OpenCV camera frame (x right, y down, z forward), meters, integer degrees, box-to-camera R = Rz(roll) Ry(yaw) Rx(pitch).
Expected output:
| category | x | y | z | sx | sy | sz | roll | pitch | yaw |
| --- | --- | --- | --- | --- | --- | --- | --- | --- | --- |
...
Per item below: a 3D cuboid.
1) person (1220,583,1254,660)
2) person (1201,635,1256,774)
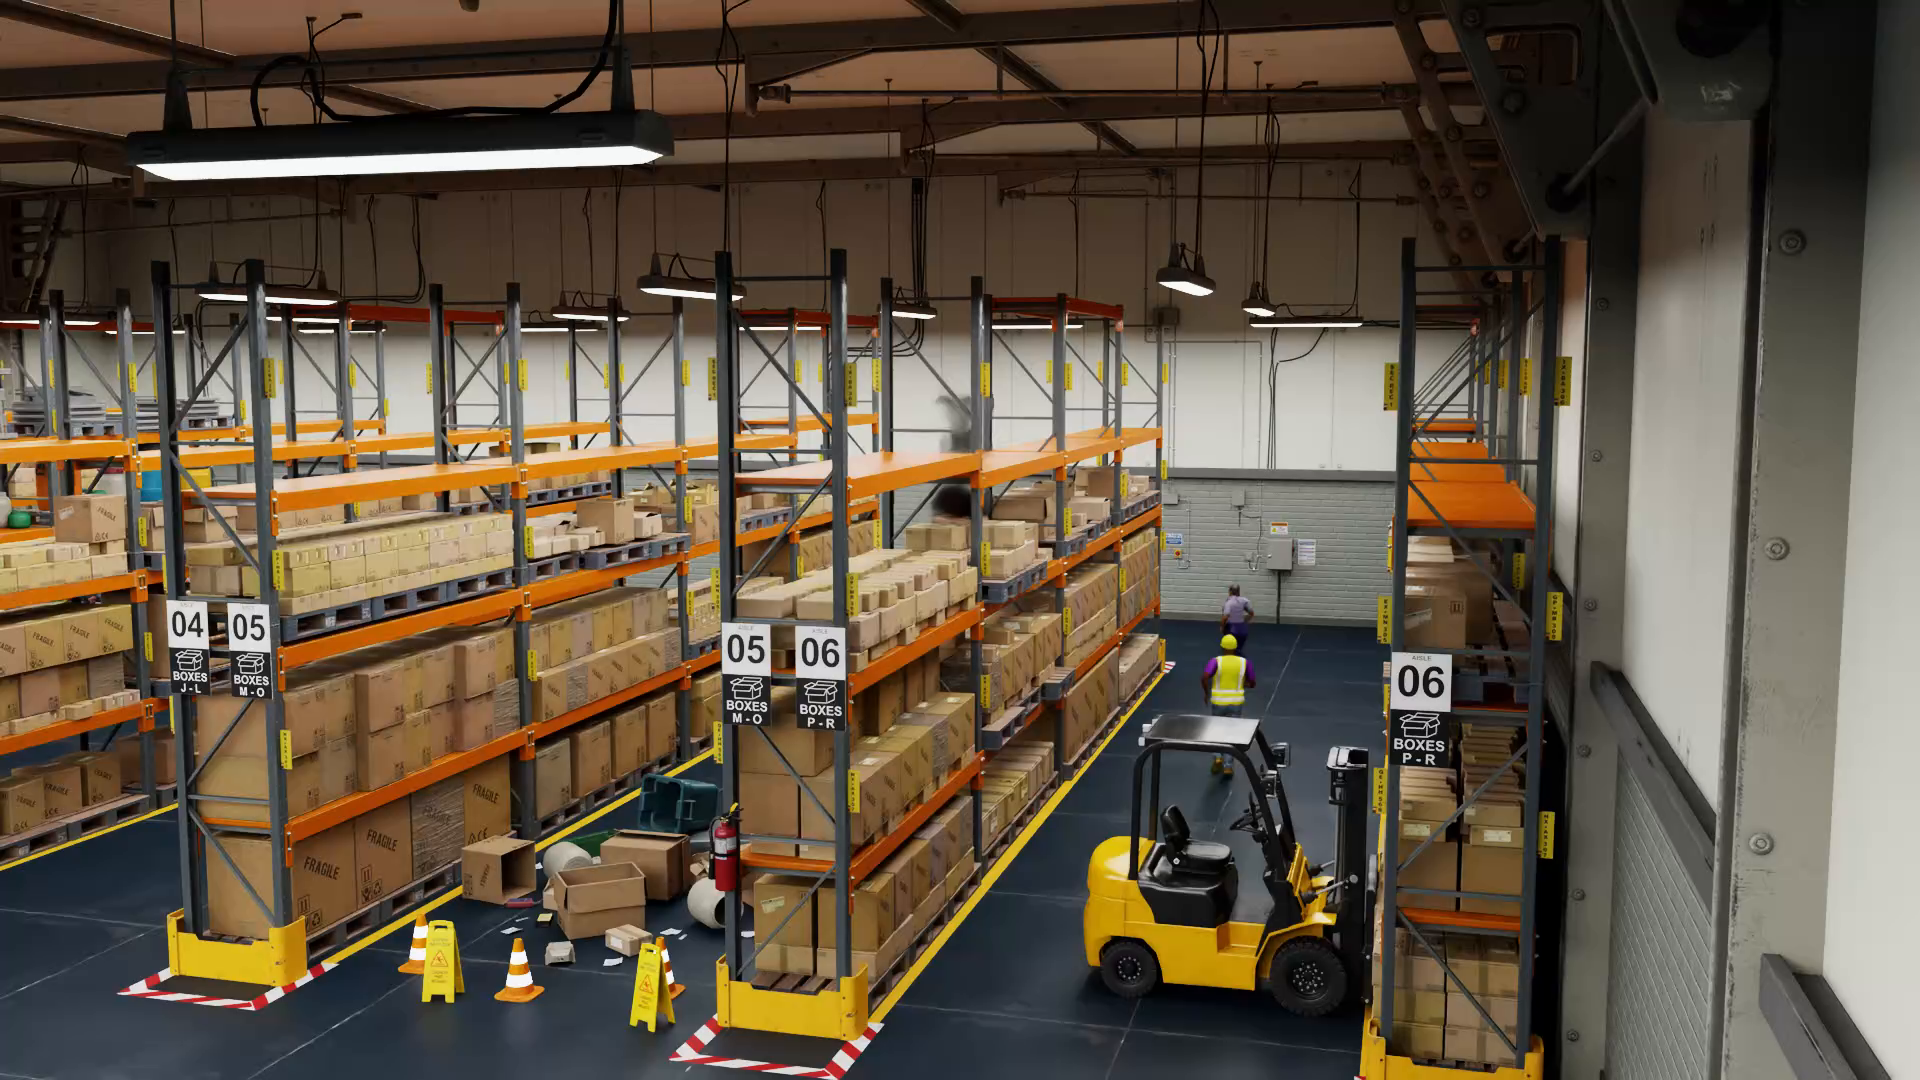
| category | x | y | z | sx | sy | sz | roll | pitch | yaw |
| --- | --- | --- | --- | --- | --- | --- | --- | --- | --- |
| person | 4.505 | 1.526 | 27.070 | 0.602 | 1.607 | 0.583 | -3 | 7 | -24 |
| person | 3.386 | 2.089 | 20.986 | 0.678 | 1.806 | 0.737 | 1 | 6 | 9 |
